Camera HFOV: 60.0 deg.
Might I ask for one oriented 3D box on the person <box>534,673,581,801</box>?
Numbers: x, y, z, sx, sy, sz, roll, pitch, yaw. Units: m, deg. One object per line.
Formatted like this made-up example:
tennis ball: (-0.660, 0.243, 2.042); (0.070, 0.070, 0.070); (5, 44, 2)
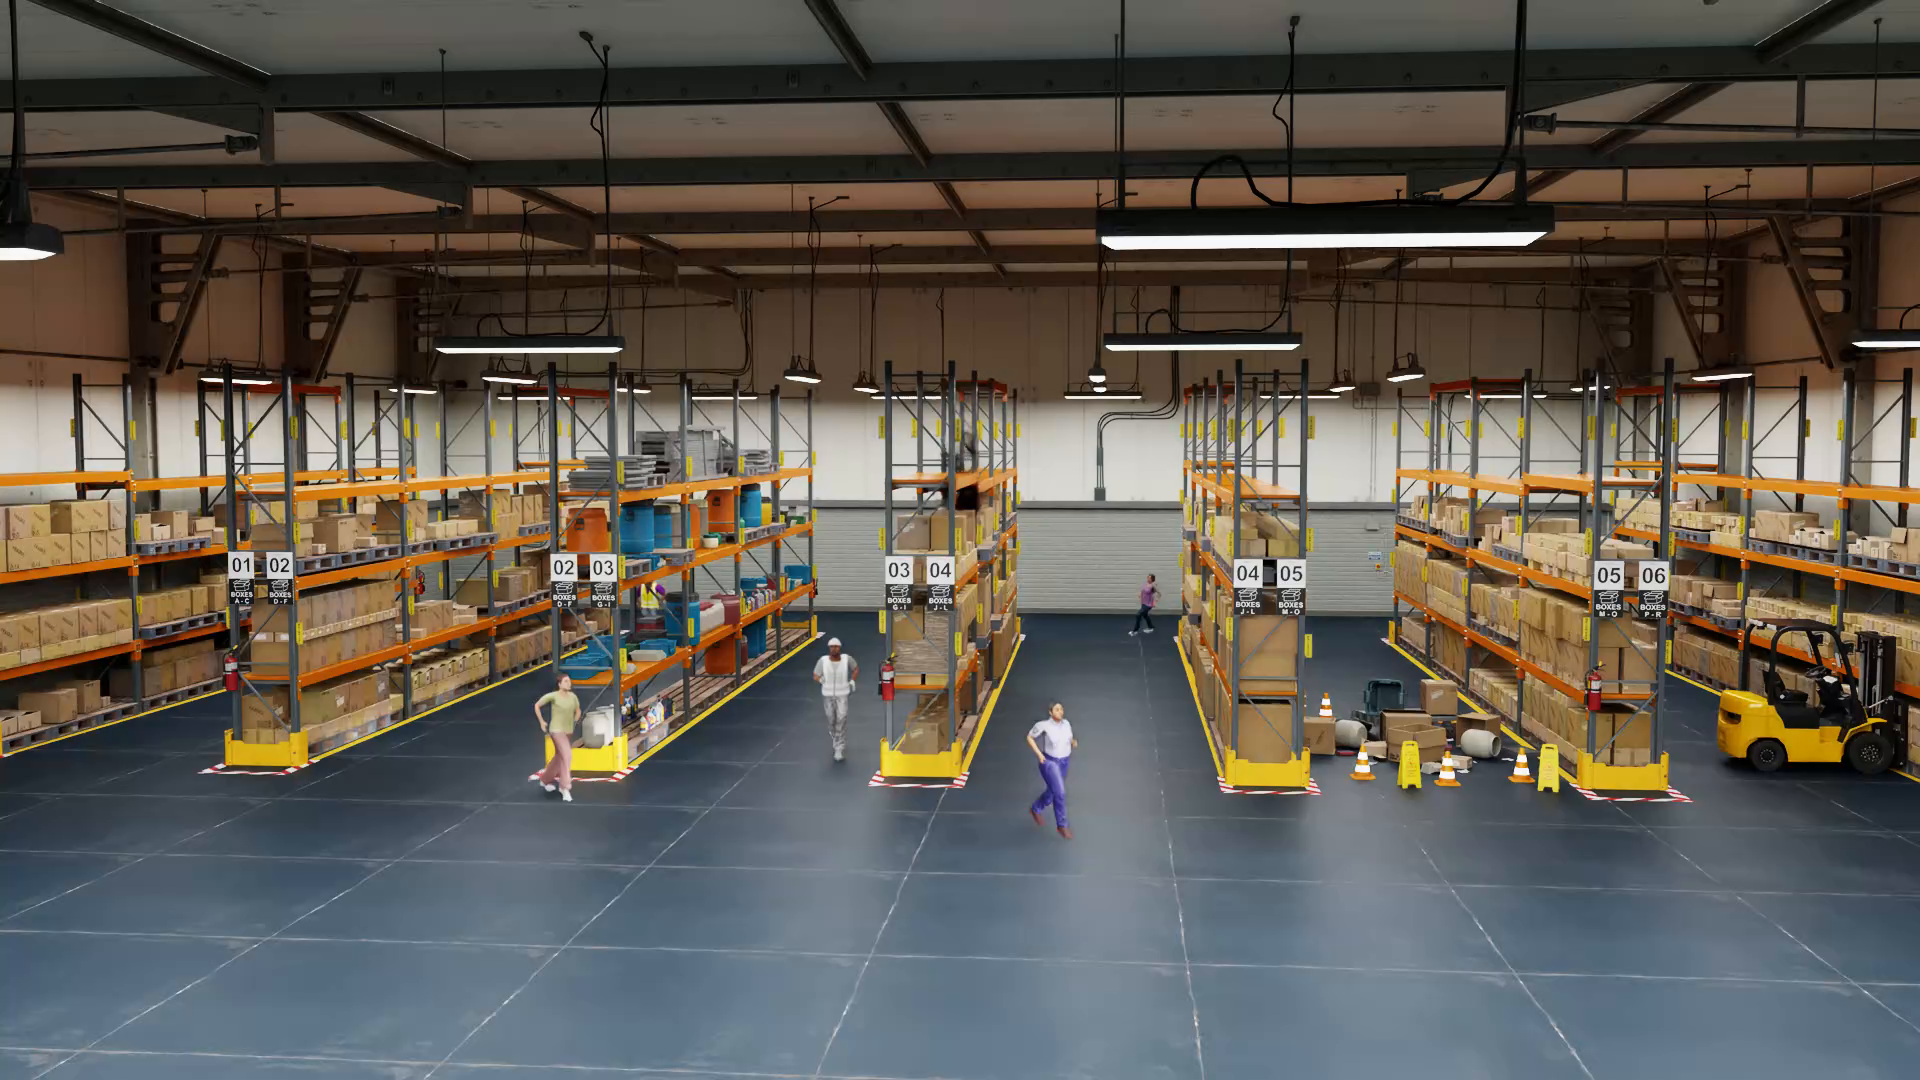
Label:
person: (-5.478, 2.679, 22.828); (0.745, 1.721, 0.574); (2, 4, 33)

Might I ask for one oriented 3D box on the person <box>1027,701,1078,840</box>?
person: (1.181, 2.825, 20.674); (0.587, 1.683, 0.849); (-3, 5, -43)

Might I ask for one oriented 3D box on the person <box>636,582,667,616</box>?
person: (-7.234, 1.601, 38.739); (0.740, 1.732, 0.570); (0, 4, 2)

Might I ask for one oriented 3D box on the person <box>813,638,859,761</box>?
person: (-1.924, 2.412, 25.634); (0.672, 1.819, 0.928); (0, 4, 3)

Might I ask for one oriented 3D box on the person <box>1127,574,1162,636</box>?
person: (4.464, 1.571, 40.570); (0.780, 1.536, 0.691); (-1, 4, -10)
